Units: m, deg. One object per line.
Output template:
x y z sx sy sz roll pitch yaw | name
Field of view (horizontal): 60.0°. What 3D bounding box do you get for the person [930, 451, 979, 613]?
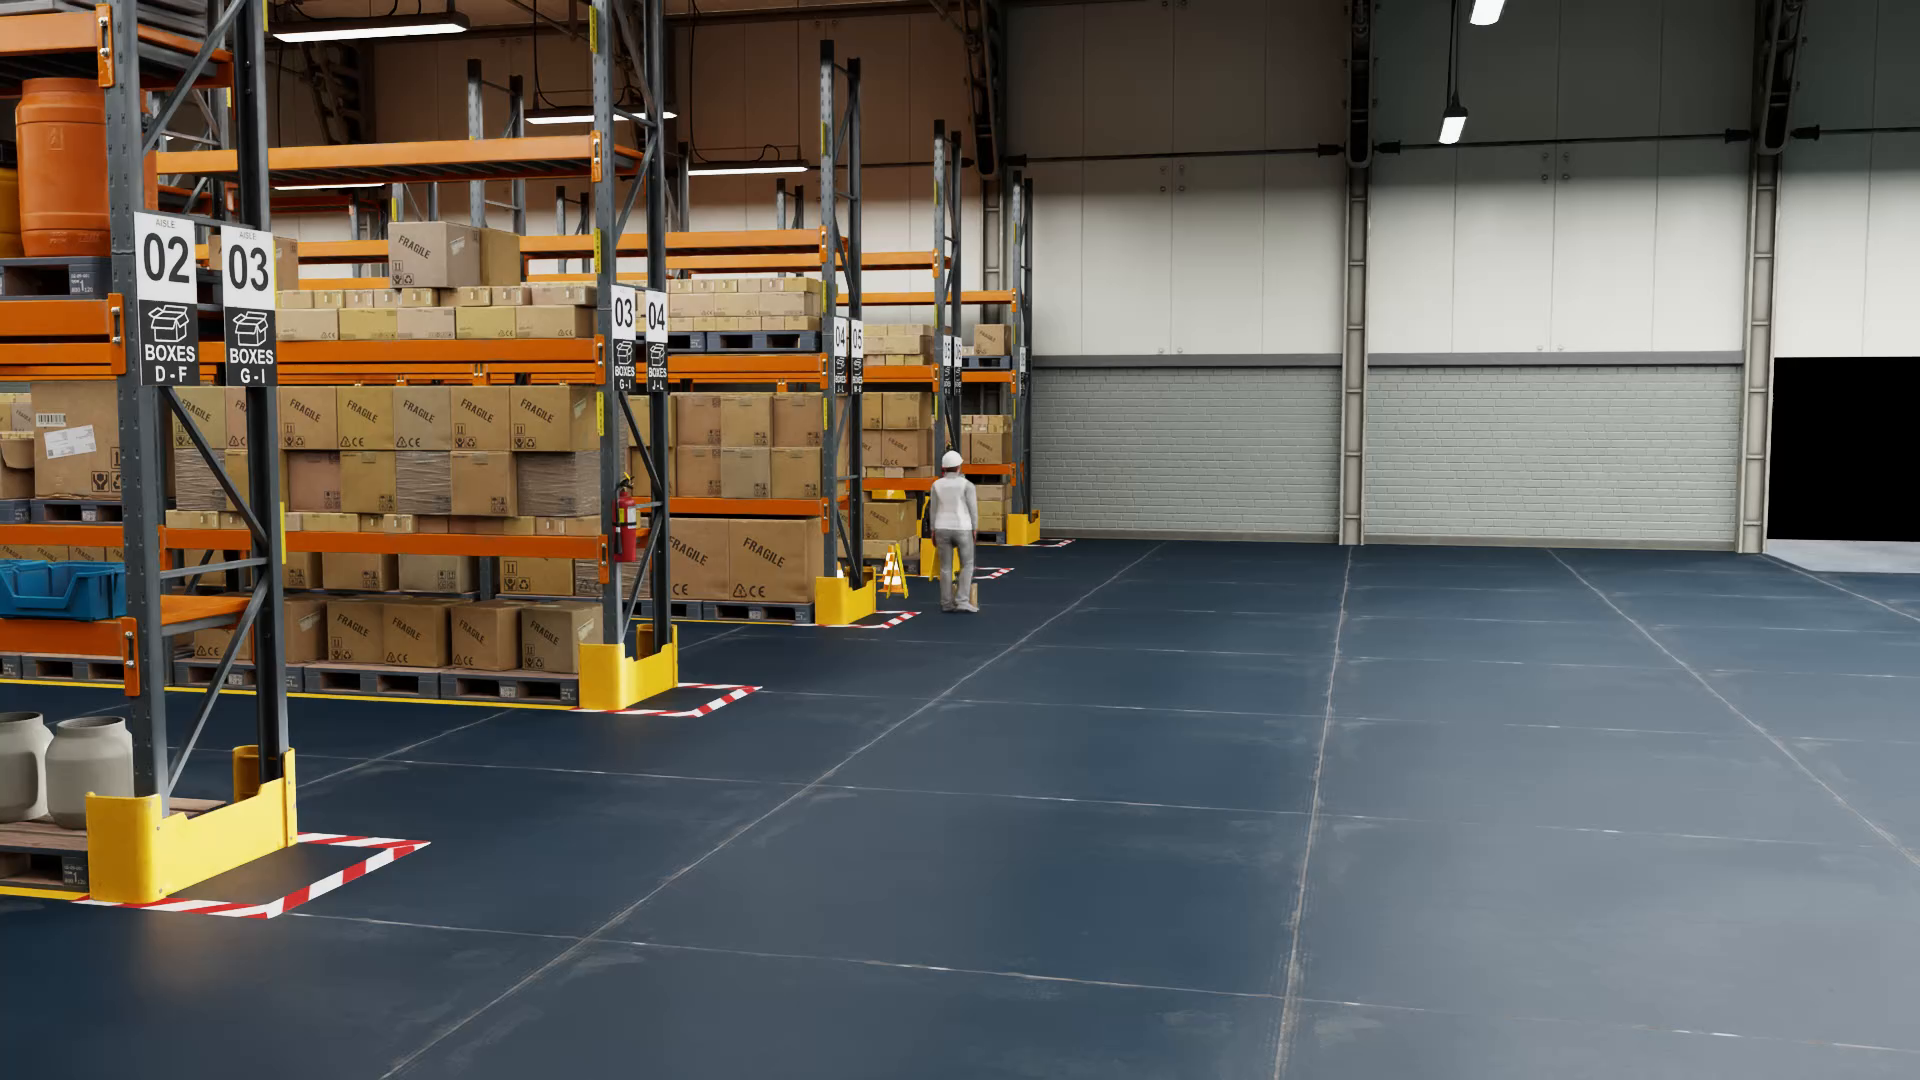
-0.062 -0.089 18.413 0.546 1.789 0.379 1 5 13 | person
